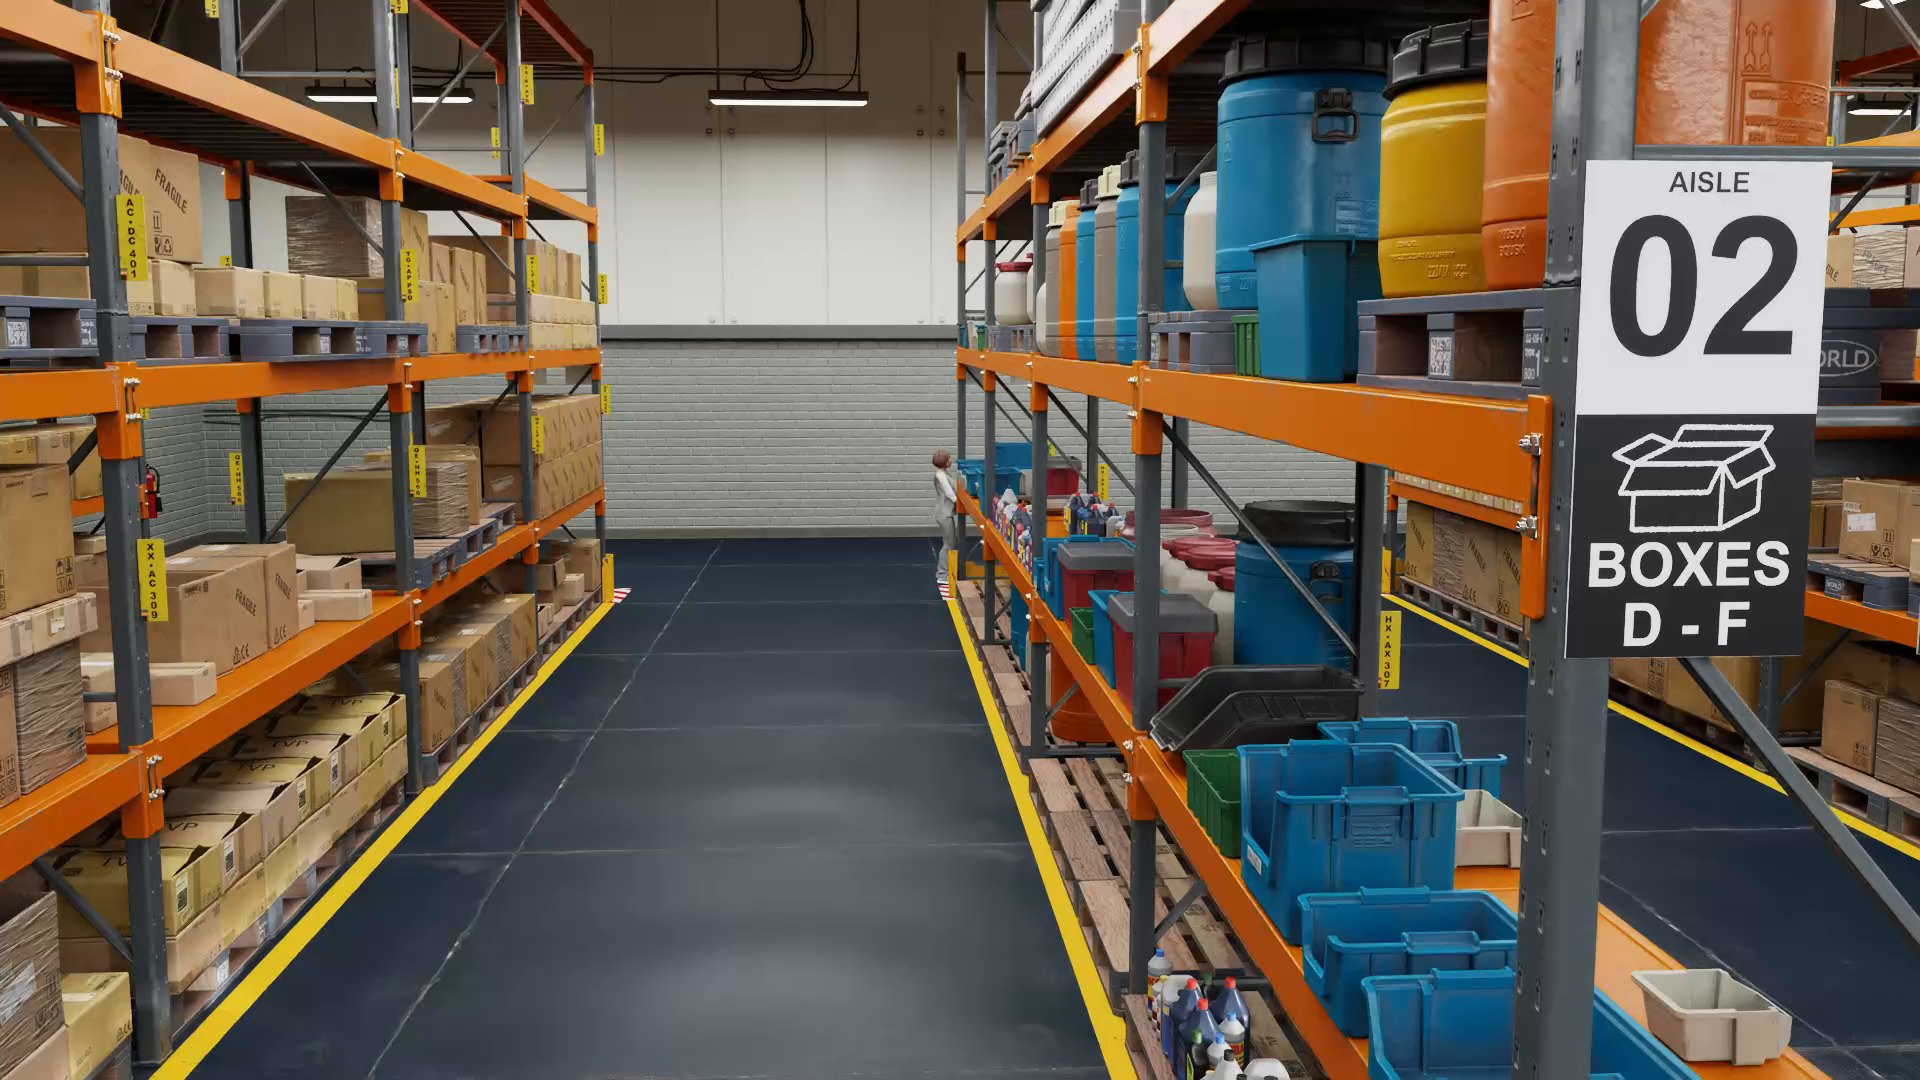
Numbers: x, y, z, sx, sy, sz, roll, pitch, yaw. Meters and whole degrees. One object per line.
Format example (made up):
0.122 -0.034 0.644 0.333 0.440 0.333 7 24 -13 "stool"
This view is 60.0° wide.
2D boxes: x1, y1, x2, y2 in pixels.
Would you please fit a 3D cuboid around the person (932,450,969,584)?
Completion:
-0.081 -0.277 19.836 0.497 1.588 0.407 0 7 3 "person"
